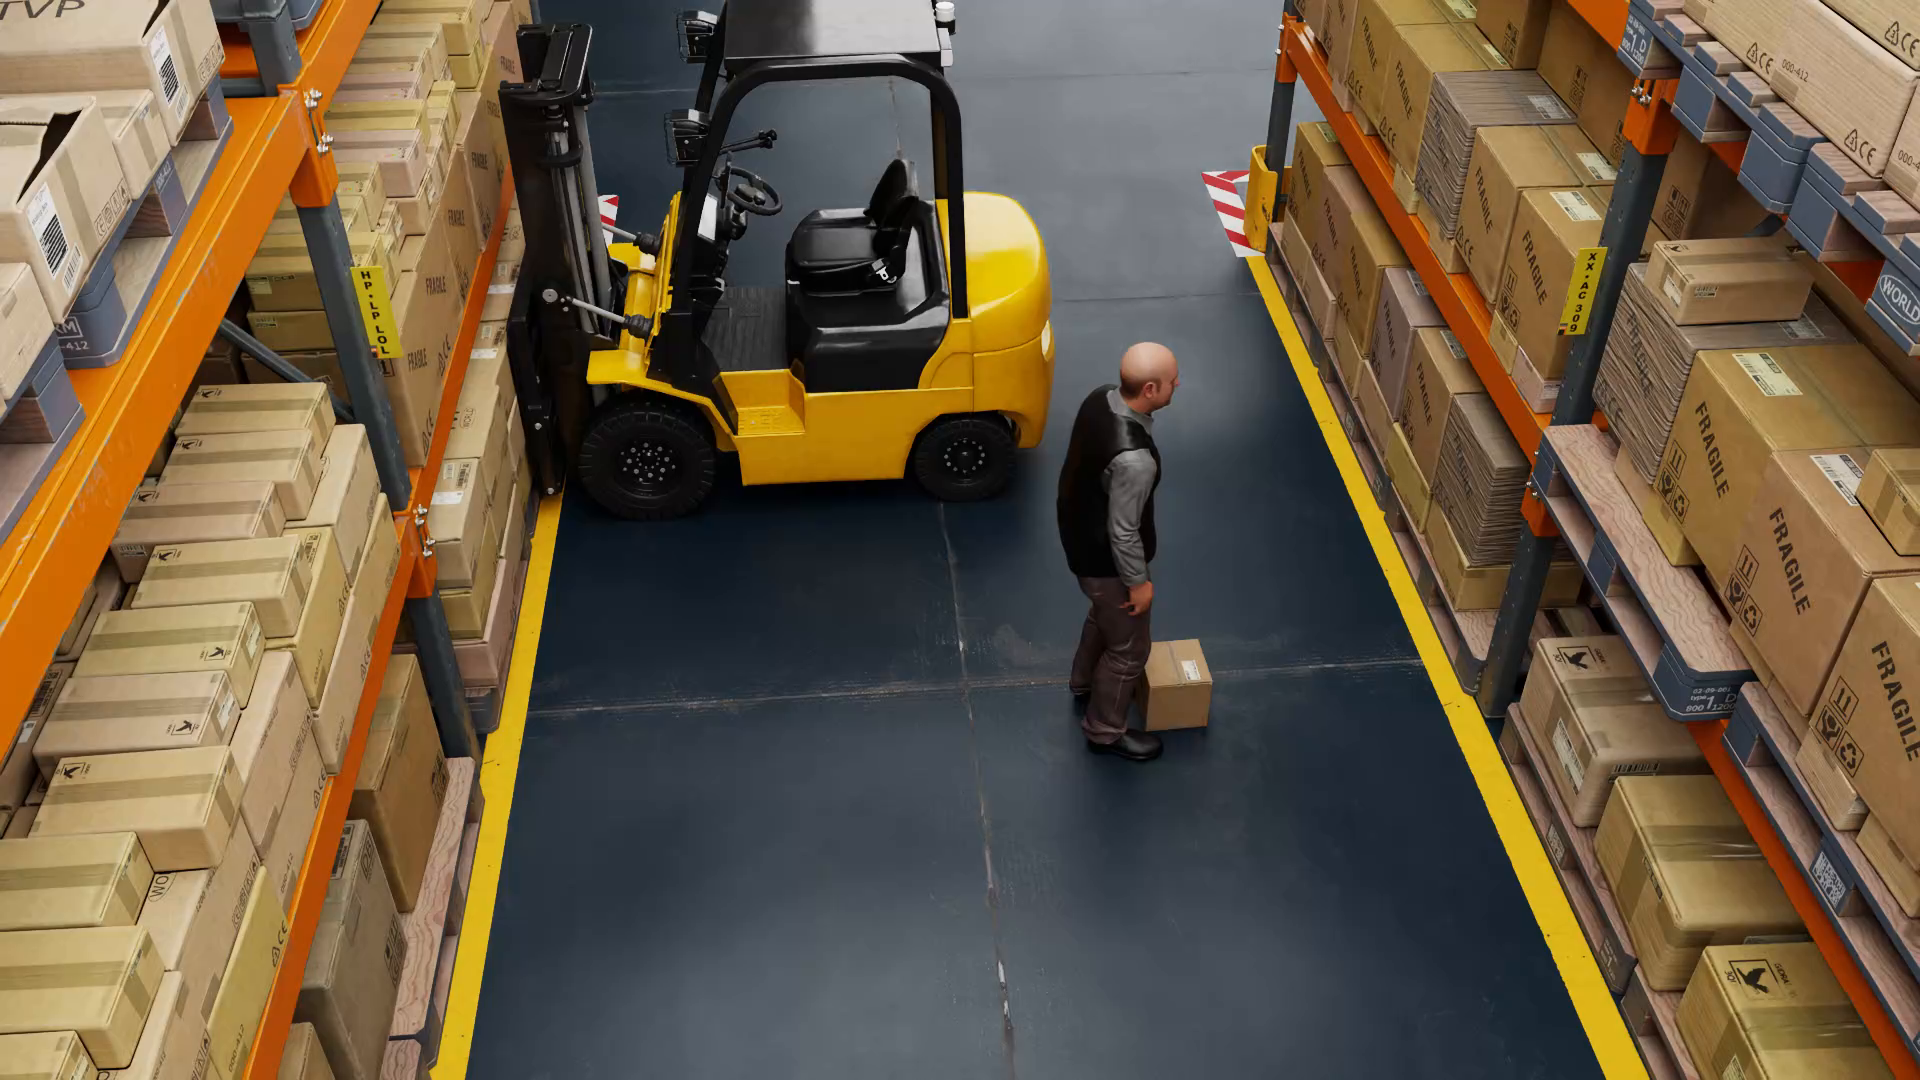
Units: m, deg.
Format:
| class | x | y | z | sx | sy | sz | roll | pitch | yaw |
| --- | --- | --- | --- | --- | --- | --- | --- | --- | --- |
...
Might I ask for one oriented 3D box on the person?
| class | x | y | z | sx | sy | sz | roll | pitch | yaw |
| --- | --- | --- | --- | --- | --- | --- | --- | --- | --- |
| person | 0.562 | 0.032 | 6.134 | 0.417 | 1.720 | 0.579 | -4 | 39 | -5 |
